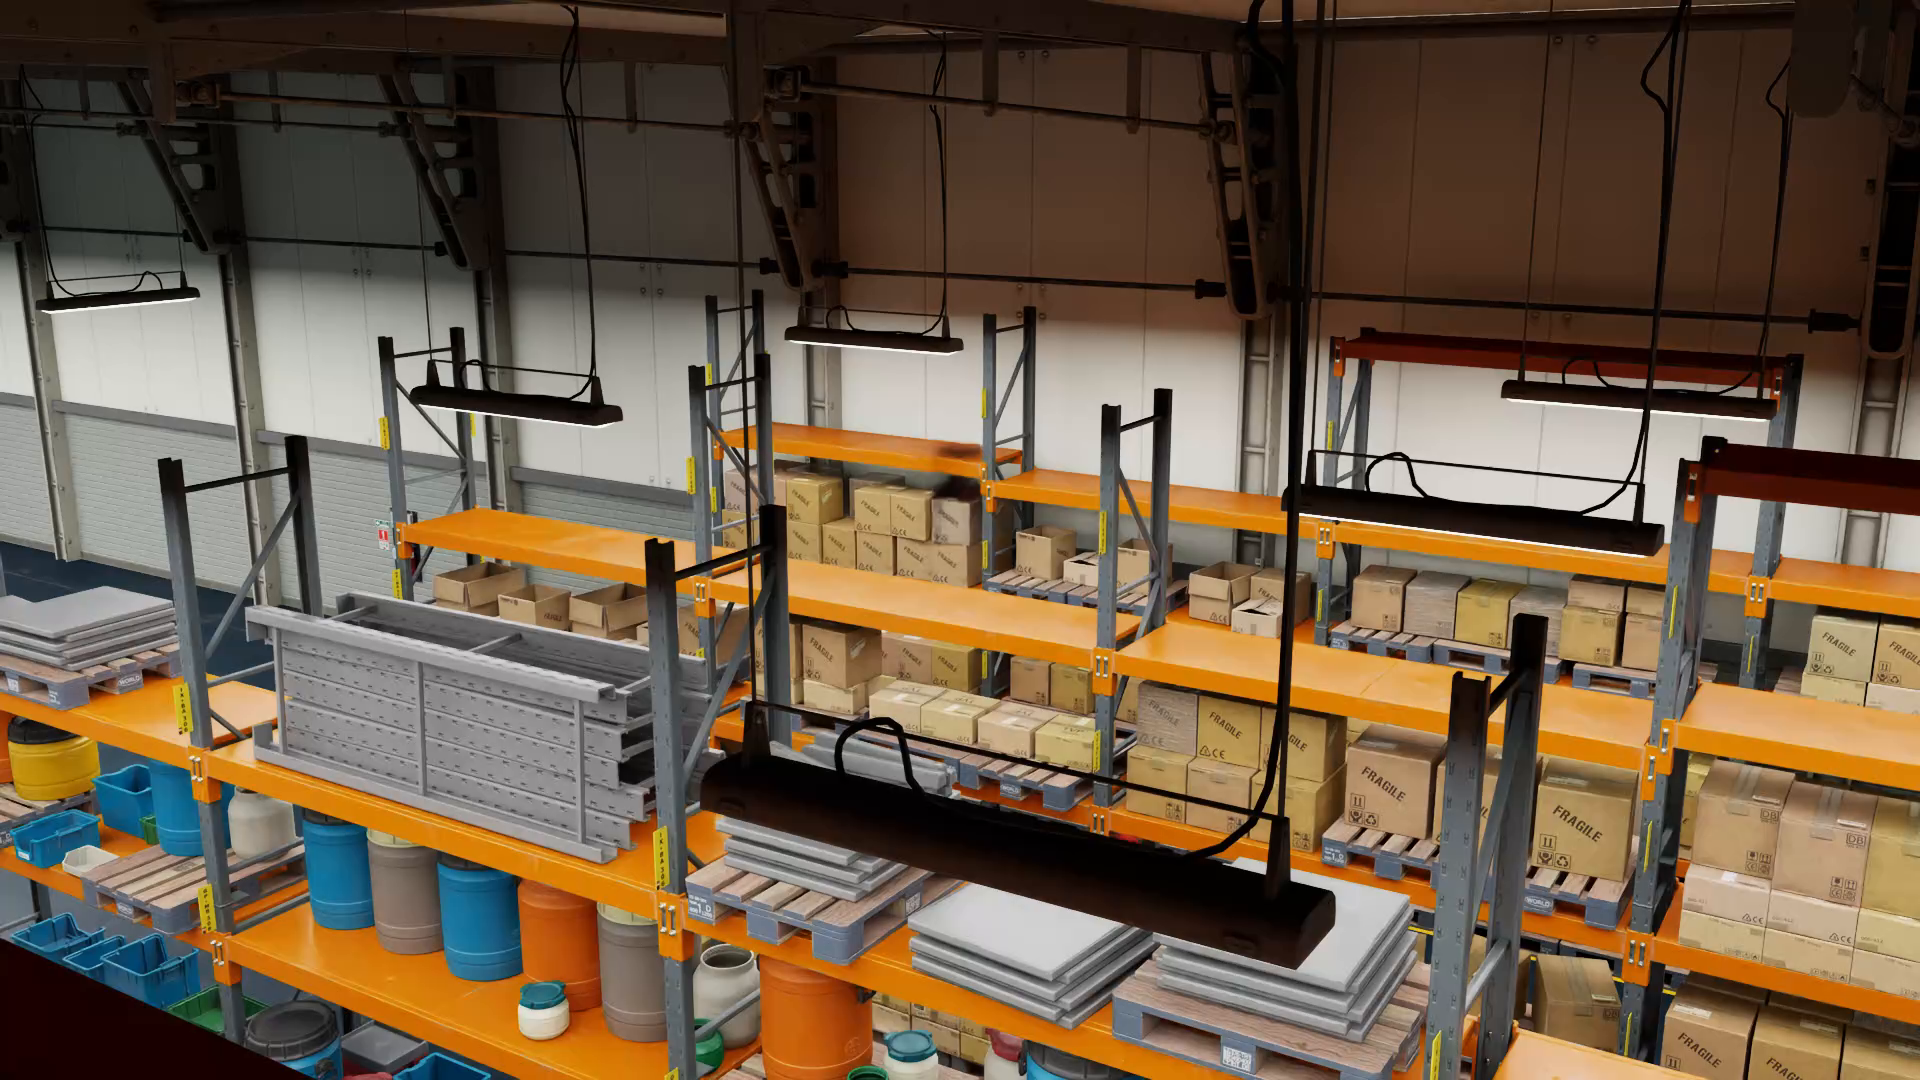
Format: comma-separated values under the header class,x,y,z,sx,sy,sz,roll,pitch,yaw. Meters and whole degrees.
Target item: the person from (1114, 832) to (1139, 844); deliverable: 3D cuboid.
class,x,y,z,sx,sy,sz,roll,pitch,yaw
person,1.419,3.413,16.008,0.995,1.714,0.577,9,16,31
